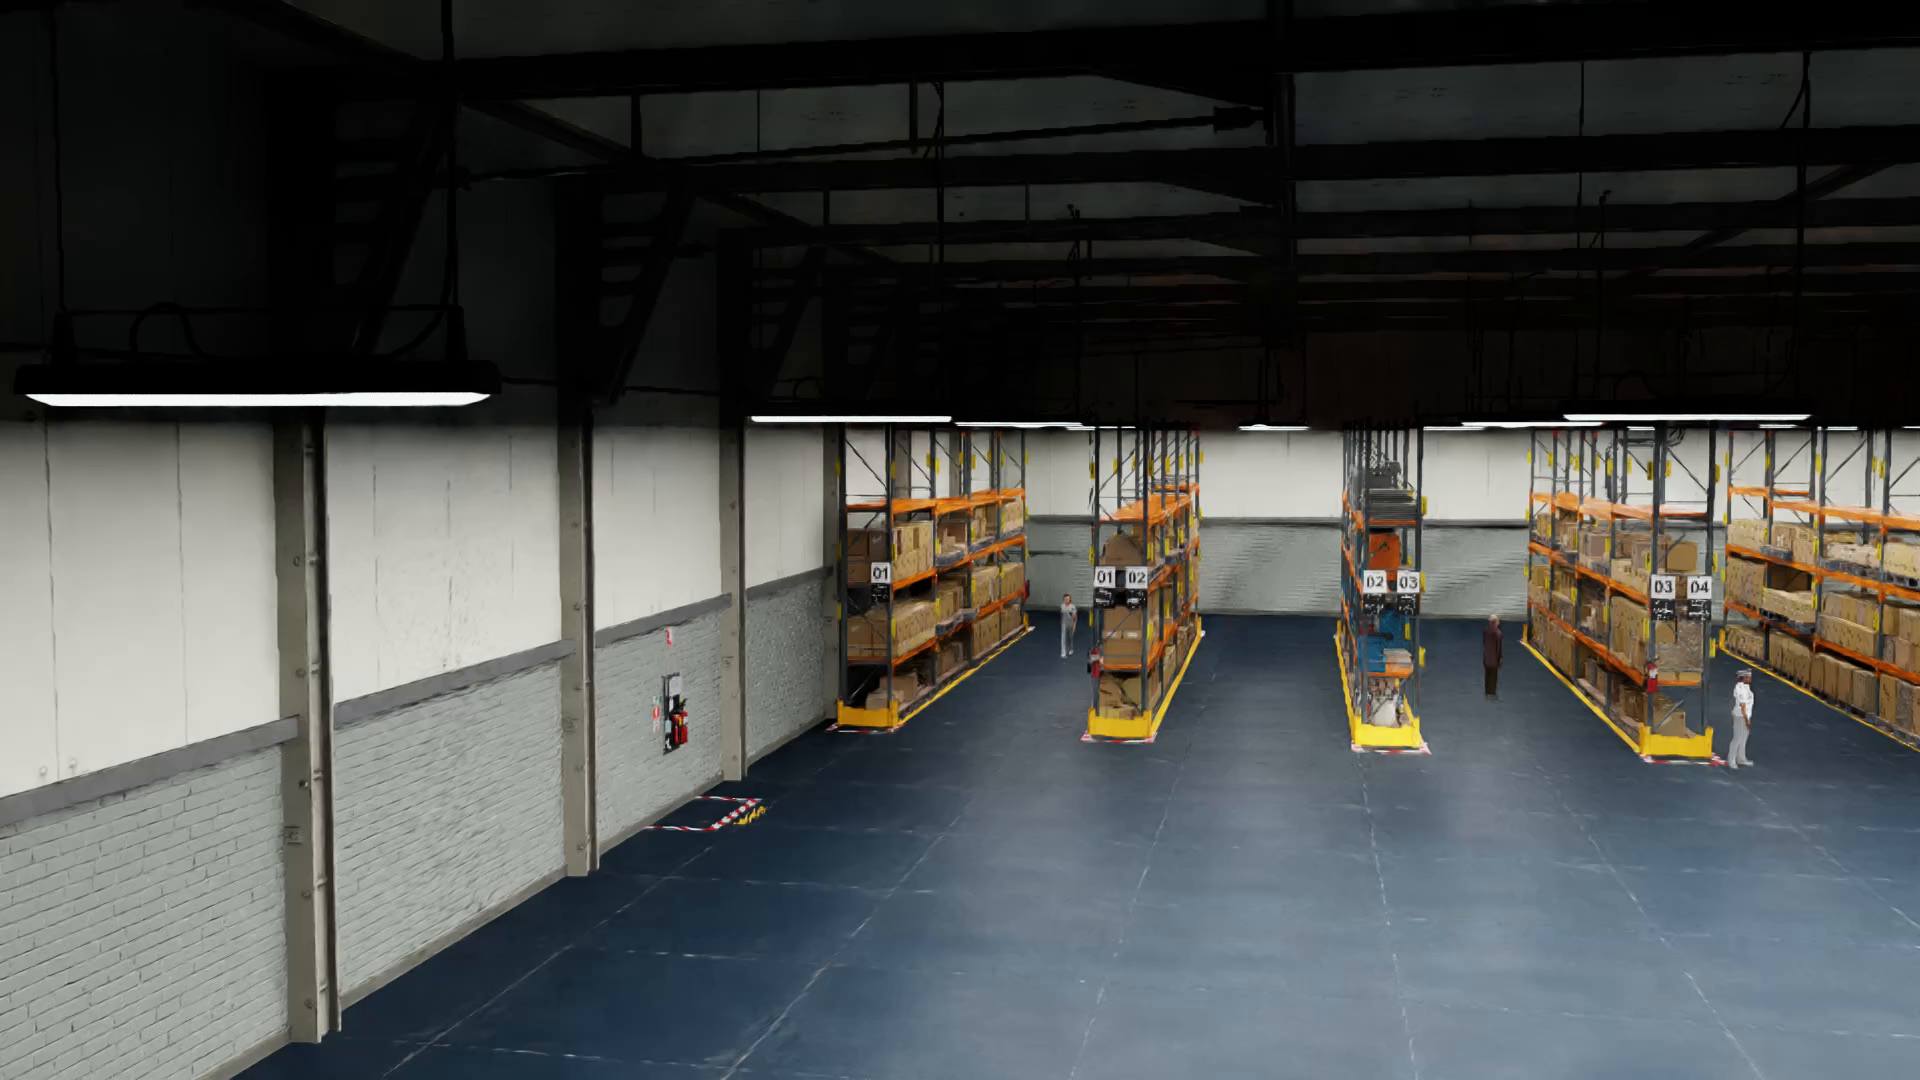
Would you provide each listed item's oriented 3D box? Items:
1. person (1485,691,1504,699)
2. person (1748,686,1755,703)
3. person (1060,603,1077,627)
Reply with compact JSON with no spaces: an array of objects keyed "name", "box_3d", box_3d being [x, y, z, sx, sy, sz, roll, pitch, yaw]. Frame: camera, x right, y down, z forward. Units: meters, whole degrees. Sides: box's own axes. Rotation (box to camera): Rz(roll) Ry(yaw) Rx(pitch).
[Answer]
[{"name":"person","box_3d":[11.509,3.314,35.759,0.522,0.151,0.554,-1,4,-16]},{"name":"person","box_3d":[13.485,2.738,28.457,0.208,0.500,0.169,2,4,31]},{"name":"person","box_3d":[2.762,1.899,42.405,0.451,0.604,0.340,1,4,11]}]
